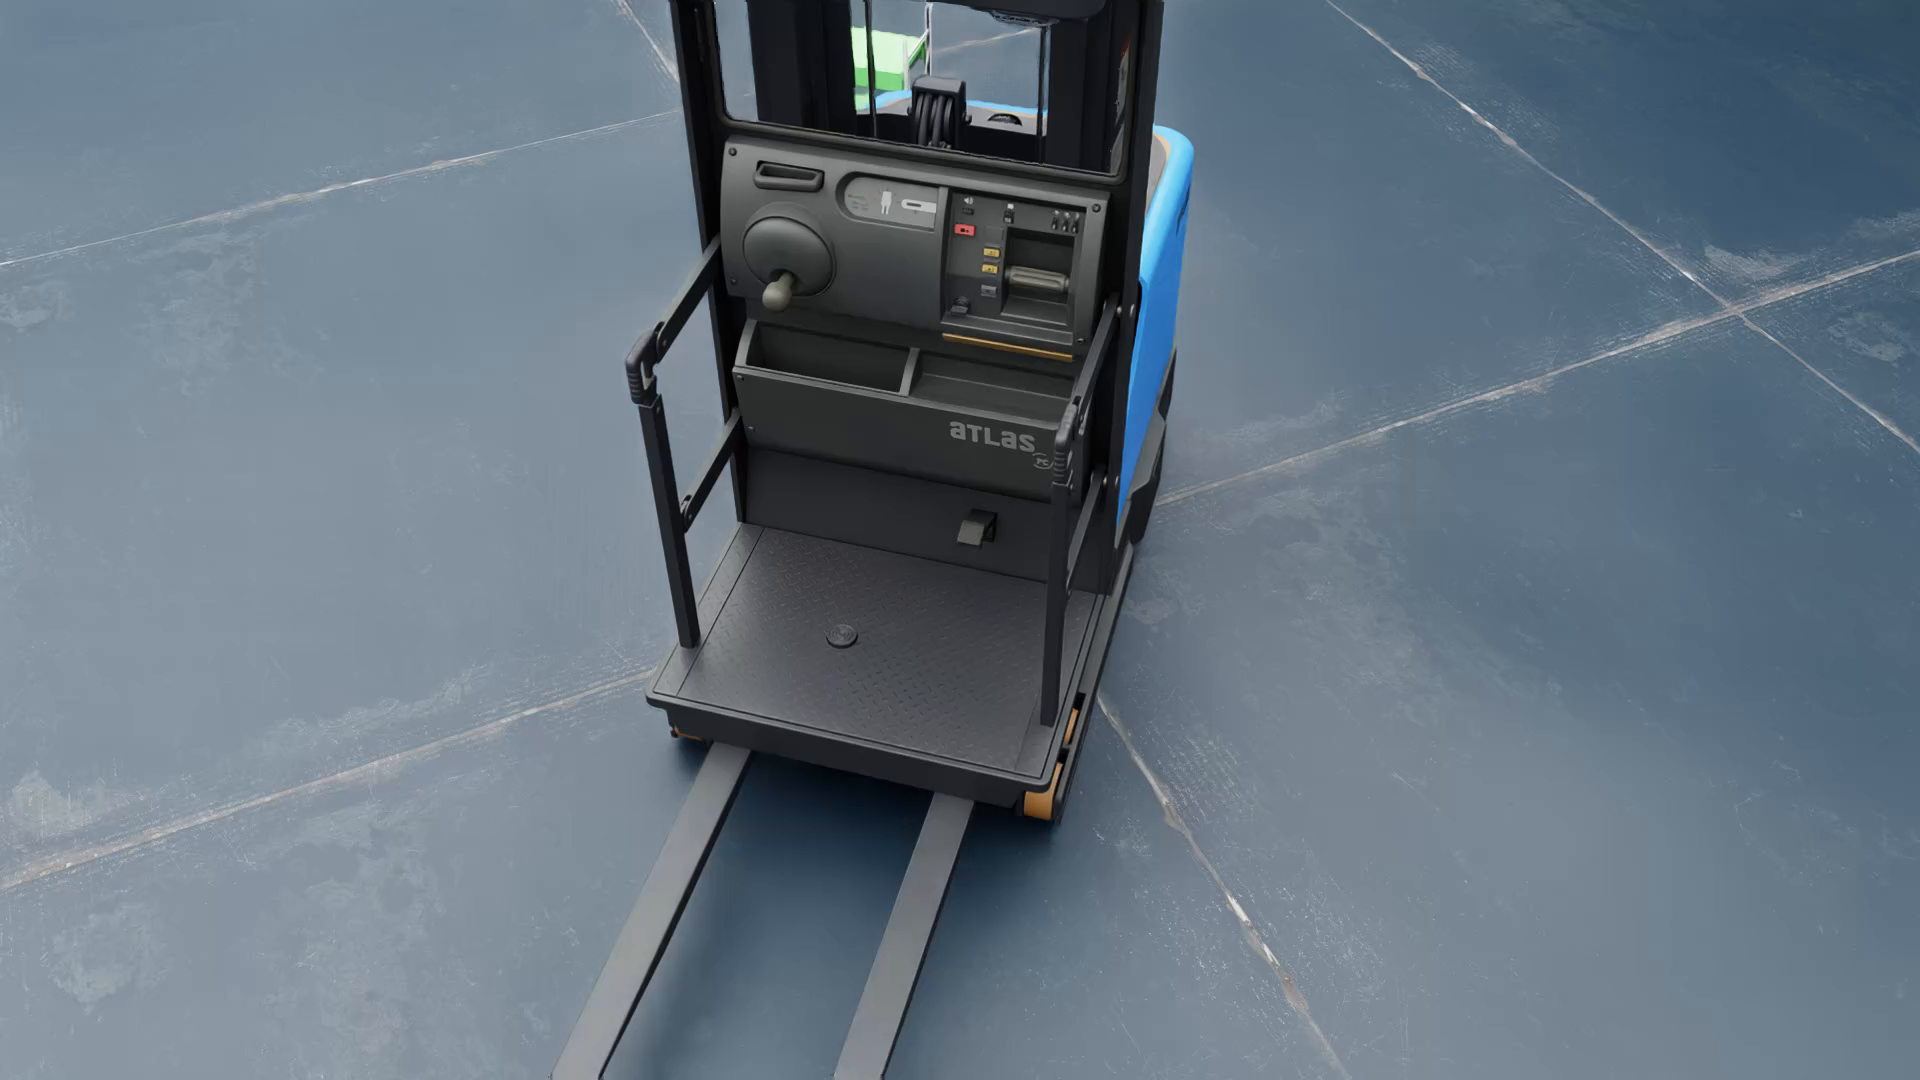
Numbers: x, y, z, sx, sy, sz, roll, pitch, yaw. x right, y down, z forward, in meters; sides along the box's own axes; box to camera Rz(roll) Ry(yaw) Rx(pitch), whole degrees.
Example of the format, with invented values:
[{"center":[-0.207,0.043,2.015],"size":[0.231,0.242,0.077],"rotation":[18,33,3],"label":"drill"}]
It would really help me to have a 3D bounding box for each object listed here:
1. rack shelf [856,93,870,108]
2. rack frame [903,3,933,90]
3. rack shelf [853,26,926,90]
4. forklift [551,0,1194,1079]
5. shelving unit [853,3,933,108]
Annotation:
[{"center":[-0.364,-1.370,5.533],"size":[0.480,0.148,0.258],"rotation":[13,46,13],"label":"rack shelf"},{"center":[-0.132,-1.191,5.603],"size":[0.015,1.200,0.240],"rotation":[13,46,13],"label":"rack frame"},{"center":[-0.364,-1.541,5.365],"size":[0.480,0.148,0.258],"rotation":[13,46,13],"label":"rack shelf"},{"center":[-0.177,-0.602,3.773],"size":[1.130,2.935,3.031],"rotation":[11,46,11],"label":"forklift"},{"center":[-0.364,-1.244,5.657],"size":[0.503,1.200,0.258],"rotation":[13,46,13],"label":"shelving unit"}]
